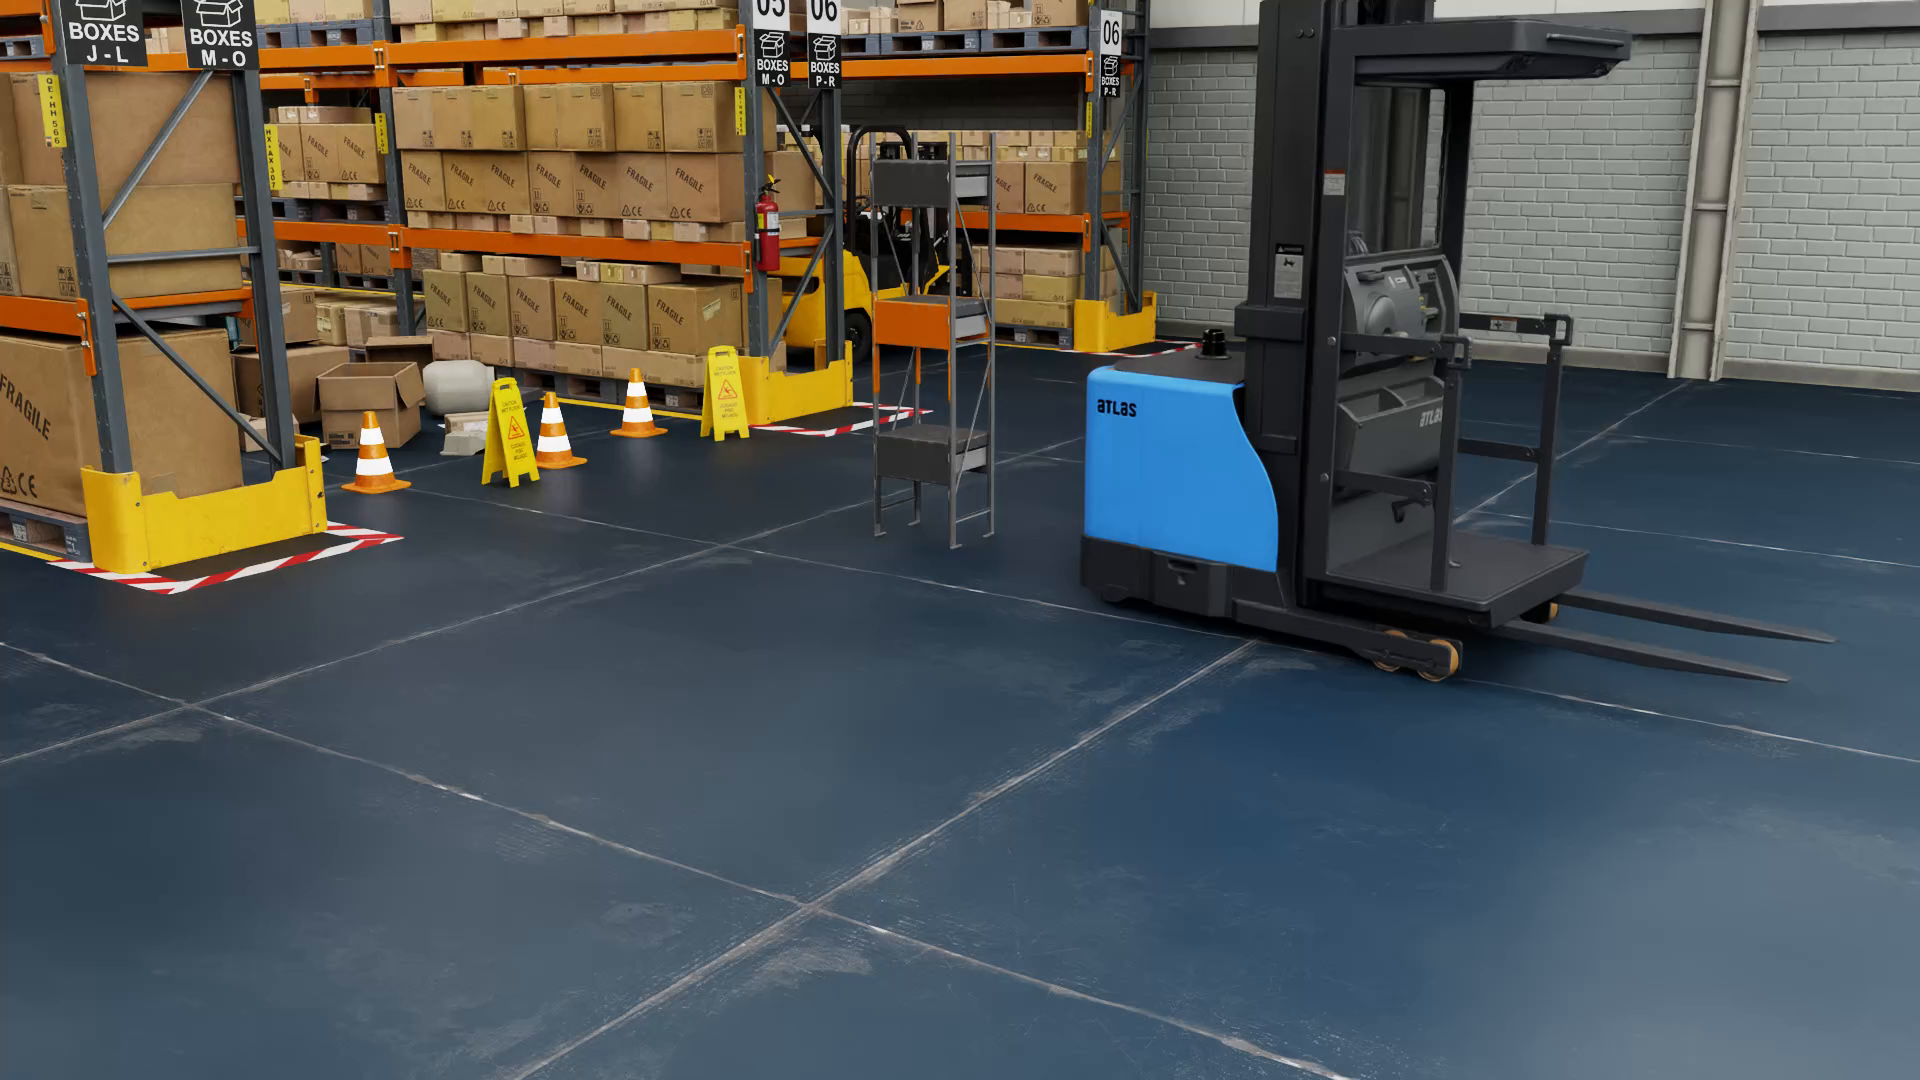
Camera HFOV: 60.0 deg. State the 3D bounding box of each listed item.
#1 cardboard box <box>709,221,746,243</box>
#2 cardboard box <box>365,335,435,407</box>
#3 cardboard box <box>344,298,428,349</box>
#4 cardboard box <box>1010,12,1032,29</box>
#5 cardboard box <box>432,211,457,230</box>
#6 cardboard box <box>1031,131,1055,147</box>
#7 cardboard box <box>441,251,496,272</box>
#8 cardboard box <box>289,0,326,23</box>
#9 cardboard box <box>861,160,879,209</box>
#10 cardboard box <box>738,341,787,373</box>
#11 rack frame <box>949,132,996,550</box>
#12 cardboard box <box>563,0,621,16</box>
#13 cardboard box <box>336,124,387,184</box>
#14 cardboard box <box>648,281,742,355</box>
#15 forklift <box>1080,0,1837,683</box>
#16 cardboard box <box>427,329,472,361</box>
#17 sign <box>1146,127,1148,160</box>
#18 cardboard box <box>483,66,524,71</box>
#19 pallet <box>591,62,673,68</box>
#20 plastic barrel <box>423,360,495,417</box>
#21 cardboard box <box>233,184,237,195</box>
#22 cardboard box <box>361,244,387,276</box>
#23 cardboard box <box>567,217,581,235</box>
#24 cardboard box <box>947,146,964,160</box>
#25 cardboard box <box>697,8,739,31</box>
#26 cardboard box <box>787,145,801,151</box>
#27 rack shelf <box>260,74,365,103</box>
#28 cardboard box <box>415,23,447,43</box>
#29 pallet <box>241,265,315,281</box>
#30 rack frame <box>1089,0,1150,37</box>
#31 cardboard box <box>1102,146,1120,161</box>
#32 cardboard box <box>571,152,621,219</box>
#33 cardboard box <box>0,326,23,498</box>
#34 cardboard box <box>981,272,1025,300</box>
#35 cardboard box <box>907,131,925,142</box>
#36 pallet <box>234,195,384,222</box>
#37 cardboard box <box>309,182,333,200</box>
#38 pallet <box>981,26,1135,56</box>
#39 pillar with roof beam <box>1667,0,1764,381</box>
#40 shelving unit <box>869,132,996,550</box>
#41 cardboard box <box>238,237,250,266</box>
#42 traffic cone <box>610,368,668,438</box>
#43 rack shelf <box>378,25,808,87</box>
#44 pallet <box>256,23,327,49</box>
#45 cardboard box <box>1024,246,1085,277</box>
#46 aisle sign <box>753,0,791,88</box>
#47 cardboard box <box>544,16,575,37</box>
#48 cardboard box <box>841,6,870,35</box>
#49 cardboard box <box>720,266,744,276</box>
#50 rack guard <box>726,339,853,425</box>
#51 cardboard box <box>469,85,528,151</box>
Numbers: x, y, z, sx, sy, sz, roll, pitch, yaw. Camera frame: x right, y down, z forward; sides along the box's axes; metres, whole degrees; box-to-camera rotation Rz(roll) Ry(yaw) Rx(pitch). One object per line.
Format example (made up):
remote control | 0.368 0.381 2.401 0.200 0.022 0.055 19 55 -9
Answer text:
cardboard box | -1.655 -2.310 12.435 0.250 0.149 0.380 10 17 35
cardboard box | -4.415 -1.334 13.165 0.500 0.500 0.500 -4 14 -16
cardboard box | -4.981 -1.959 15.089 0.625 0.372 0.950 9 17 34
cardboard box | 0.684 -5.052 16.186 0.250 0.149 0.380 9 16 31
cardboard box | -4.224 -2.709 14.048 0.250 0.149 0.380 10 17 34
cardboard box | 0.905 -3.955 16.382 0.250 0.149 0.380 9 17 33
cardboard box | -4.136 -2.347 14.000 0.250 0.149 0.380 9 17 34
cardboard box | -5.527 -4.666 14.627 0.500 0.250 0.500 9 17 33
cardboard box | -0.693 -3.754 17.537 0.500 0.500 0.500 9 17 32
cardboard box | -1.741 -1.457 13.314 0.500 0.250 0.500 9 17 32
rack frame | 0.065 -1.009 8.528 0.015 2.100 0.400 9 17 33
cardboard box | -2.651 -4.103 12.607 0.500 0.250 0.500 10 17 34
cardboard box | -5.056 -3.374 14.509 0.500 0.500 0.500 9 16 32
cardboard box | -2.036 -1.713 12.788 0.500 0.500 0.500 9 17 33
forklift | 2.000 -1.006 6.787 3.031 2.935 1.130 12 18 39
cardboard box | -4.206 -1.697 14.284 0.500 0.250 0.500 8 16 30
sign | 1.856 -3.983 16.705 0.005 0.325 0.100 9 17 33
cardboard box | -5.658 -5.891 20.449 0.500 0.250 0.500 9 16 31
pallet | -3.554 -5.629 19.472 1.213 0.211 1.003 10 17 35
plastic barrel | -3.785 -1.149 12.584 0.512 0.421 0.421 -4 14 -16
cardboard box | -6.821 -3.350 15.764 0.250 0.149 0.380 10 17 36
cardboard box | -7.693 -3.835 22.402 0.500 0.500 0.500 9 16 32
cardboard box | -2.913 -2.519 13.279 0.250 0.149 0.380 9 17 33
cardboard box | 0.019 -3.936 16.922 0.250 0.149 0.380 9 17 33
cardboard box | -1.678 -3.751 12.012 0.250 0.149 0.380 9 17 33
cardboard box | -1.660 -4.219 18.067 0.250 0.149 0.380 9 16 32
rack shelf | -10.075 -6.399 23.685 4.000 0.370 1.077 9 17 33
cardboard box | -4.238 -4.157 13.656 0.250 0.149 0.380 9 17 33
pallet | -10.002 -3.926 24.244 1.213 0.211 1.003 9 17 33
rack frame | 1.541 -6.327 15.654 0.127 3.000 1.000 9 17 33
cardboard box | 1.405 -3.875 16.677 0.250 0.149 0.380 9 16 31
cardboard box | -2.656 -2.771 12.948 0.500 0.500 0.500 9 17 33
cardboard box | -5.235 -0.792 9.327 0.875 0.875 0.875 9 16 32
cardboard box | 0.553 -2.599 16.887 0.500 0.250 0.500 9 17 32
cardboard box | -0.349 -4.170 17.250 0.250 0.149 0.380 9 17 33
pallet | -6.199 -3.147 15.692 1.213 0.211 1.003 9 17 33
cardboard box | -5.569 -3.123 14.846 0.250 0.149 0.380 9 16 32
pallet | 0.969 -4.928 16.429 1.213 0.211 1.003 9 17 33
pillar with roof beam | 4.043 -4.937 10.039 0.400 9.000 9.100 9 17 33
shelving unit | -0.137 -1.041 8.661 0.503 2.100 0.431 9 17 33
cardboard box | -10.210 -4.237 24.024 0.500 0.500 0.500 10 17 34
traffic cone | -2.303 -0.993 11.873 0.334 0.463 0.336 9 17 33
rack shelf | -2.885 -3.799 13.184 4.000 0.370 1.077 9 17 33
pallet | -5.860 -4.568 15.183 1.003 0.211 1.213 9 17 33
cardboard box | 0.985 -2.769 16.533 0.500 0.250 0.500 10 17 35
aisle sign | -1.336 -3.620 11.795 0.004 0.787 0.394 9 17 33
cardboard box | -2.977 -3.948 12.809 0.250 0.149 0.380 9 16 32
cardboard box | -1.223 -5.456 17.483 0.500 0.311 0.500 10 17 34
cardboard box | -2.217 -3.070 19.050 0.625 0.625 0.875 10 17 35
rack guard | -1.289 -1.221 12.716 0.348 0.500 1.175 9 17 33
cardboard box | -3.488 -3.391 13.373 0.500 0.500 0.700 9 16 32
